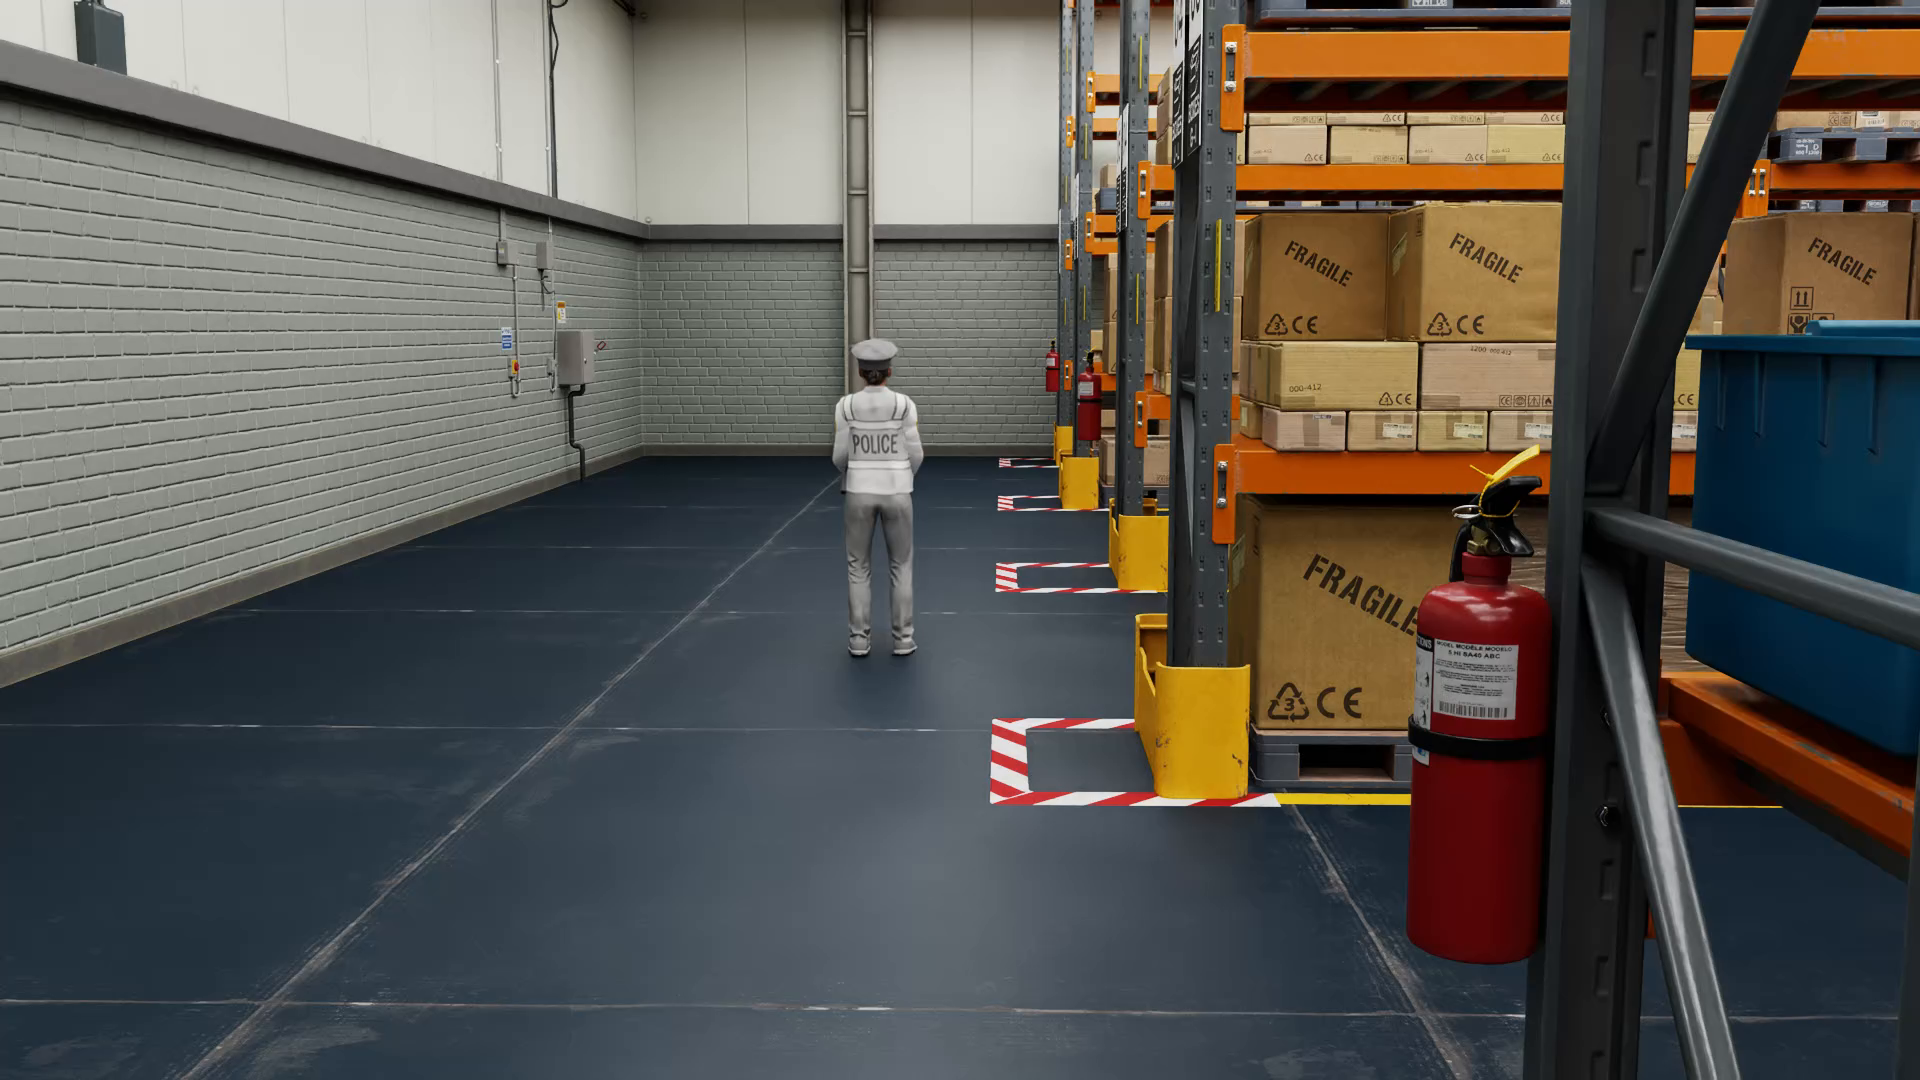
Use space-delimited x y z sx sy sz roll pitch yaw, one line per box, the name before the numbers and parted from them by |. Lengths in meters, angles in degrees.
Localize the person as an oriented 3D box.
person | -0.438 -0.232 8.951 0.486 1.692 0.504 0 7 1
